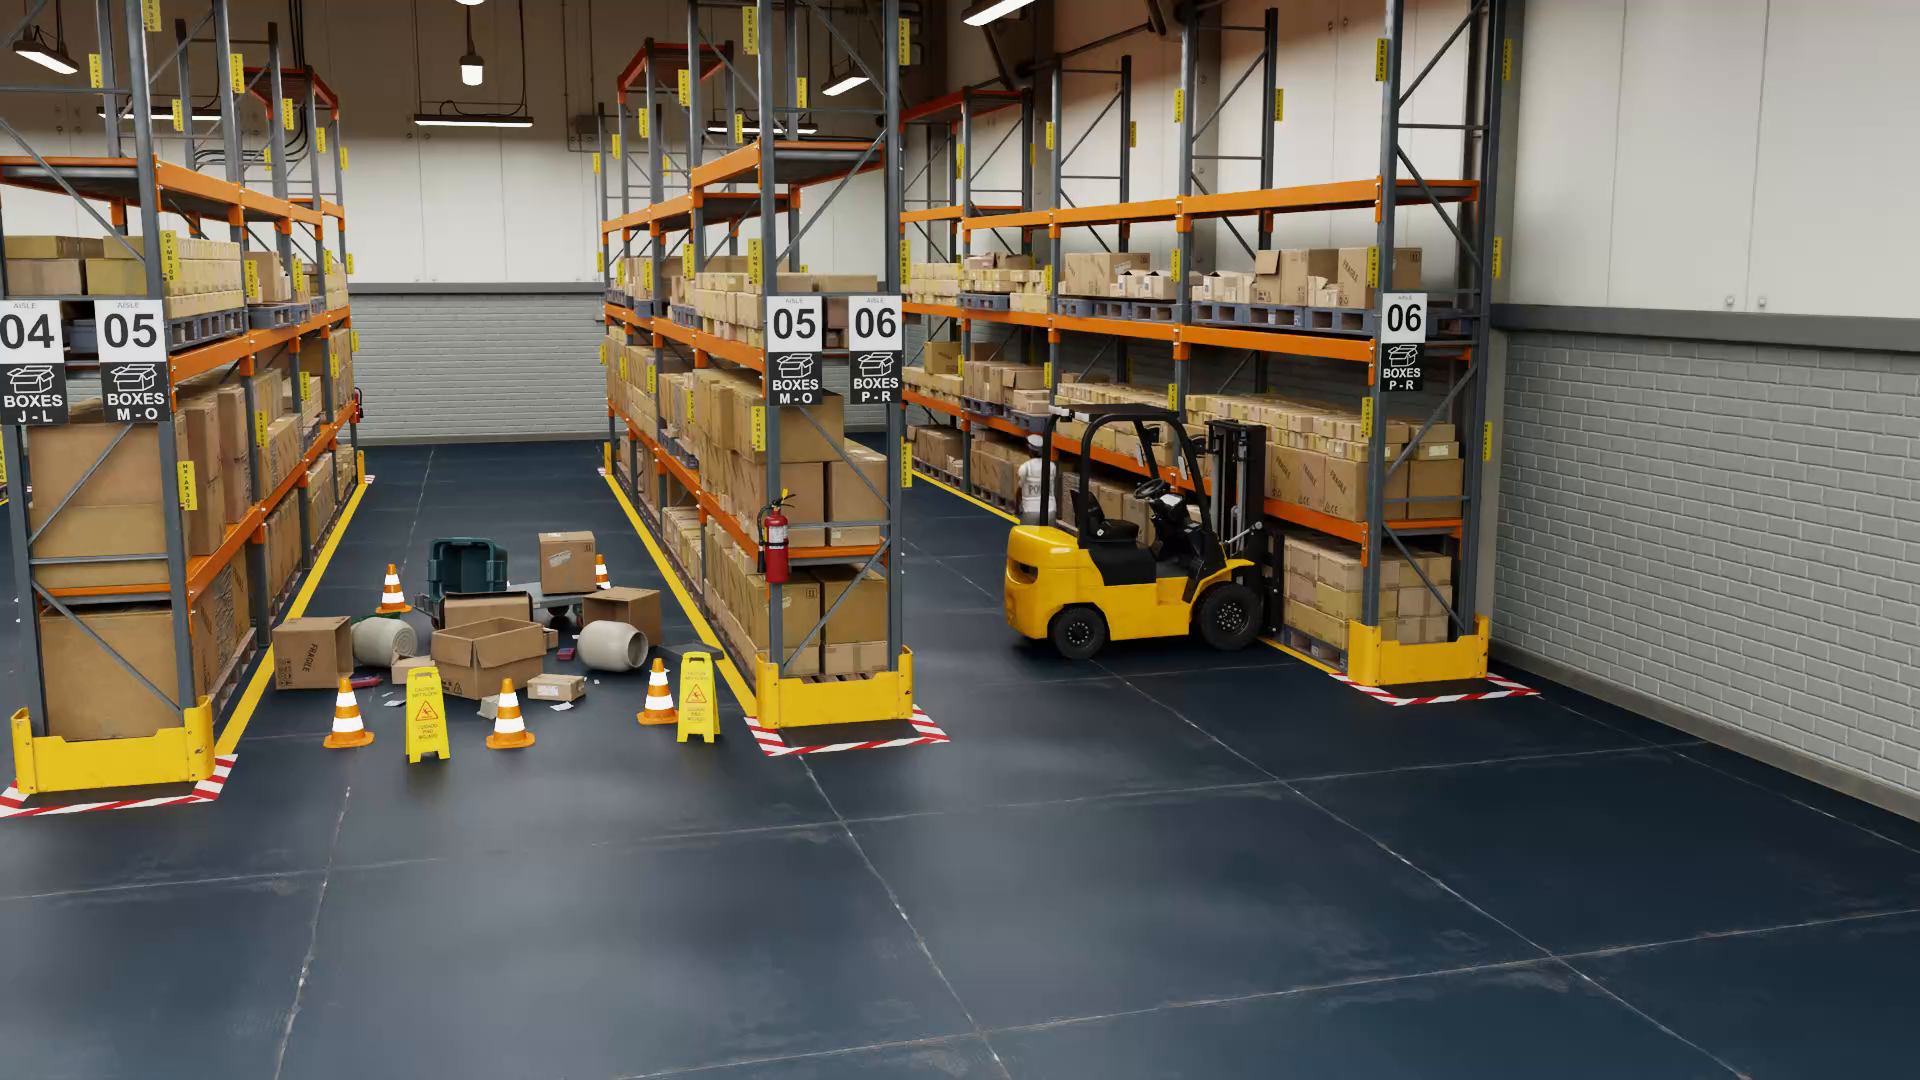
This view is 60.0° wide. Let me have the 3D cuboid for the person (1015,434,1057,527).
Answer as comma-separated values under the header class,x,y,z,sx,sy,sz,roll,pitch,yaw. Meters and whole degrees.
class,x,y,z,sx,sy,sz,roll,pitch,yaw
person,0.782,-0.270,17.459,0.423,1.691,0.521,-3,10,-17
